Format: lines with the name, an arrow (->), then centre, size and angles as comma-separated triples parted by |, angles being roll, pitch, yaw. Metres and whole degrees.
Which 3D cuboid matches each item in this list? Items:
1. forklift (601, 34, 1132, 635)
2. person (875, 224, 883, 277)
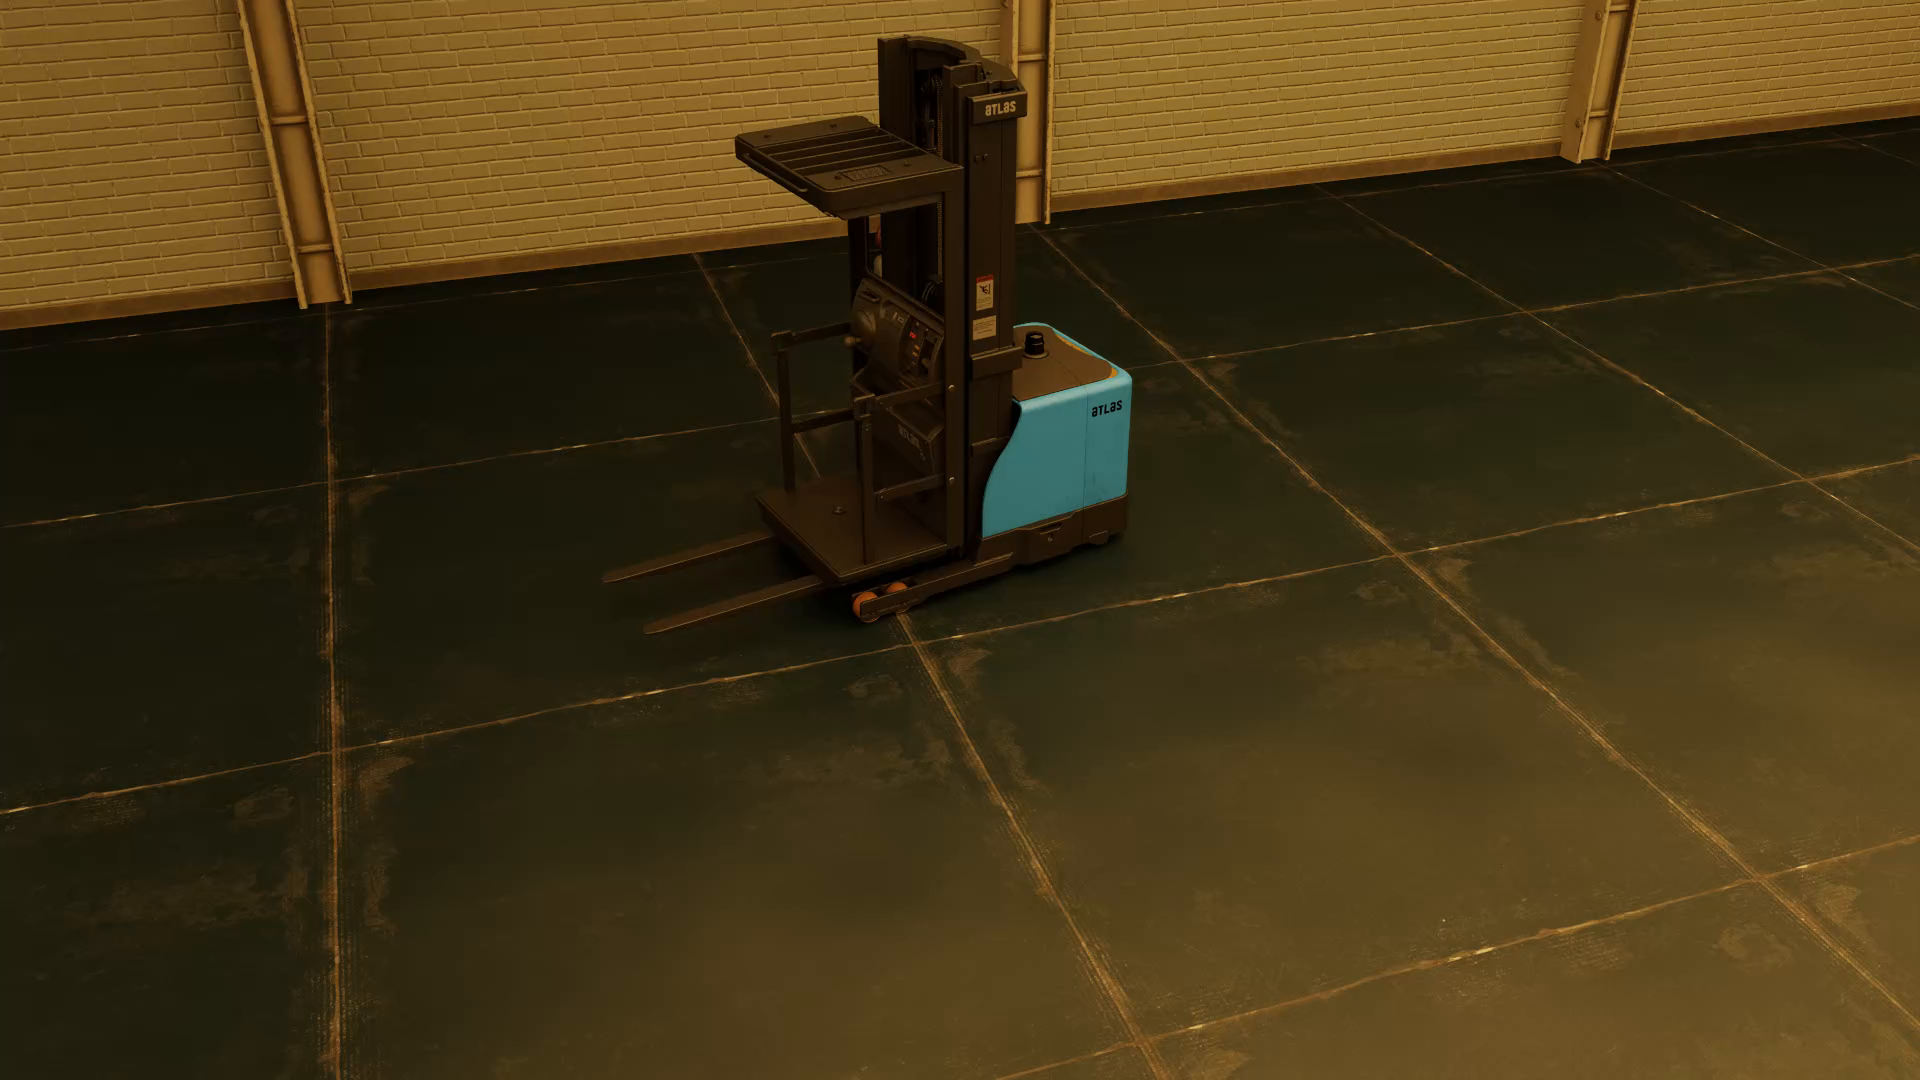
forklift -> -0.524, -1.114, 9.022 | 3.031, 2.935, 1.130 | -17, 34, -27
person -> -0.290, -1.275, 10.626 | 0.476, 1.596, 0.520 | -7, 31, -12
